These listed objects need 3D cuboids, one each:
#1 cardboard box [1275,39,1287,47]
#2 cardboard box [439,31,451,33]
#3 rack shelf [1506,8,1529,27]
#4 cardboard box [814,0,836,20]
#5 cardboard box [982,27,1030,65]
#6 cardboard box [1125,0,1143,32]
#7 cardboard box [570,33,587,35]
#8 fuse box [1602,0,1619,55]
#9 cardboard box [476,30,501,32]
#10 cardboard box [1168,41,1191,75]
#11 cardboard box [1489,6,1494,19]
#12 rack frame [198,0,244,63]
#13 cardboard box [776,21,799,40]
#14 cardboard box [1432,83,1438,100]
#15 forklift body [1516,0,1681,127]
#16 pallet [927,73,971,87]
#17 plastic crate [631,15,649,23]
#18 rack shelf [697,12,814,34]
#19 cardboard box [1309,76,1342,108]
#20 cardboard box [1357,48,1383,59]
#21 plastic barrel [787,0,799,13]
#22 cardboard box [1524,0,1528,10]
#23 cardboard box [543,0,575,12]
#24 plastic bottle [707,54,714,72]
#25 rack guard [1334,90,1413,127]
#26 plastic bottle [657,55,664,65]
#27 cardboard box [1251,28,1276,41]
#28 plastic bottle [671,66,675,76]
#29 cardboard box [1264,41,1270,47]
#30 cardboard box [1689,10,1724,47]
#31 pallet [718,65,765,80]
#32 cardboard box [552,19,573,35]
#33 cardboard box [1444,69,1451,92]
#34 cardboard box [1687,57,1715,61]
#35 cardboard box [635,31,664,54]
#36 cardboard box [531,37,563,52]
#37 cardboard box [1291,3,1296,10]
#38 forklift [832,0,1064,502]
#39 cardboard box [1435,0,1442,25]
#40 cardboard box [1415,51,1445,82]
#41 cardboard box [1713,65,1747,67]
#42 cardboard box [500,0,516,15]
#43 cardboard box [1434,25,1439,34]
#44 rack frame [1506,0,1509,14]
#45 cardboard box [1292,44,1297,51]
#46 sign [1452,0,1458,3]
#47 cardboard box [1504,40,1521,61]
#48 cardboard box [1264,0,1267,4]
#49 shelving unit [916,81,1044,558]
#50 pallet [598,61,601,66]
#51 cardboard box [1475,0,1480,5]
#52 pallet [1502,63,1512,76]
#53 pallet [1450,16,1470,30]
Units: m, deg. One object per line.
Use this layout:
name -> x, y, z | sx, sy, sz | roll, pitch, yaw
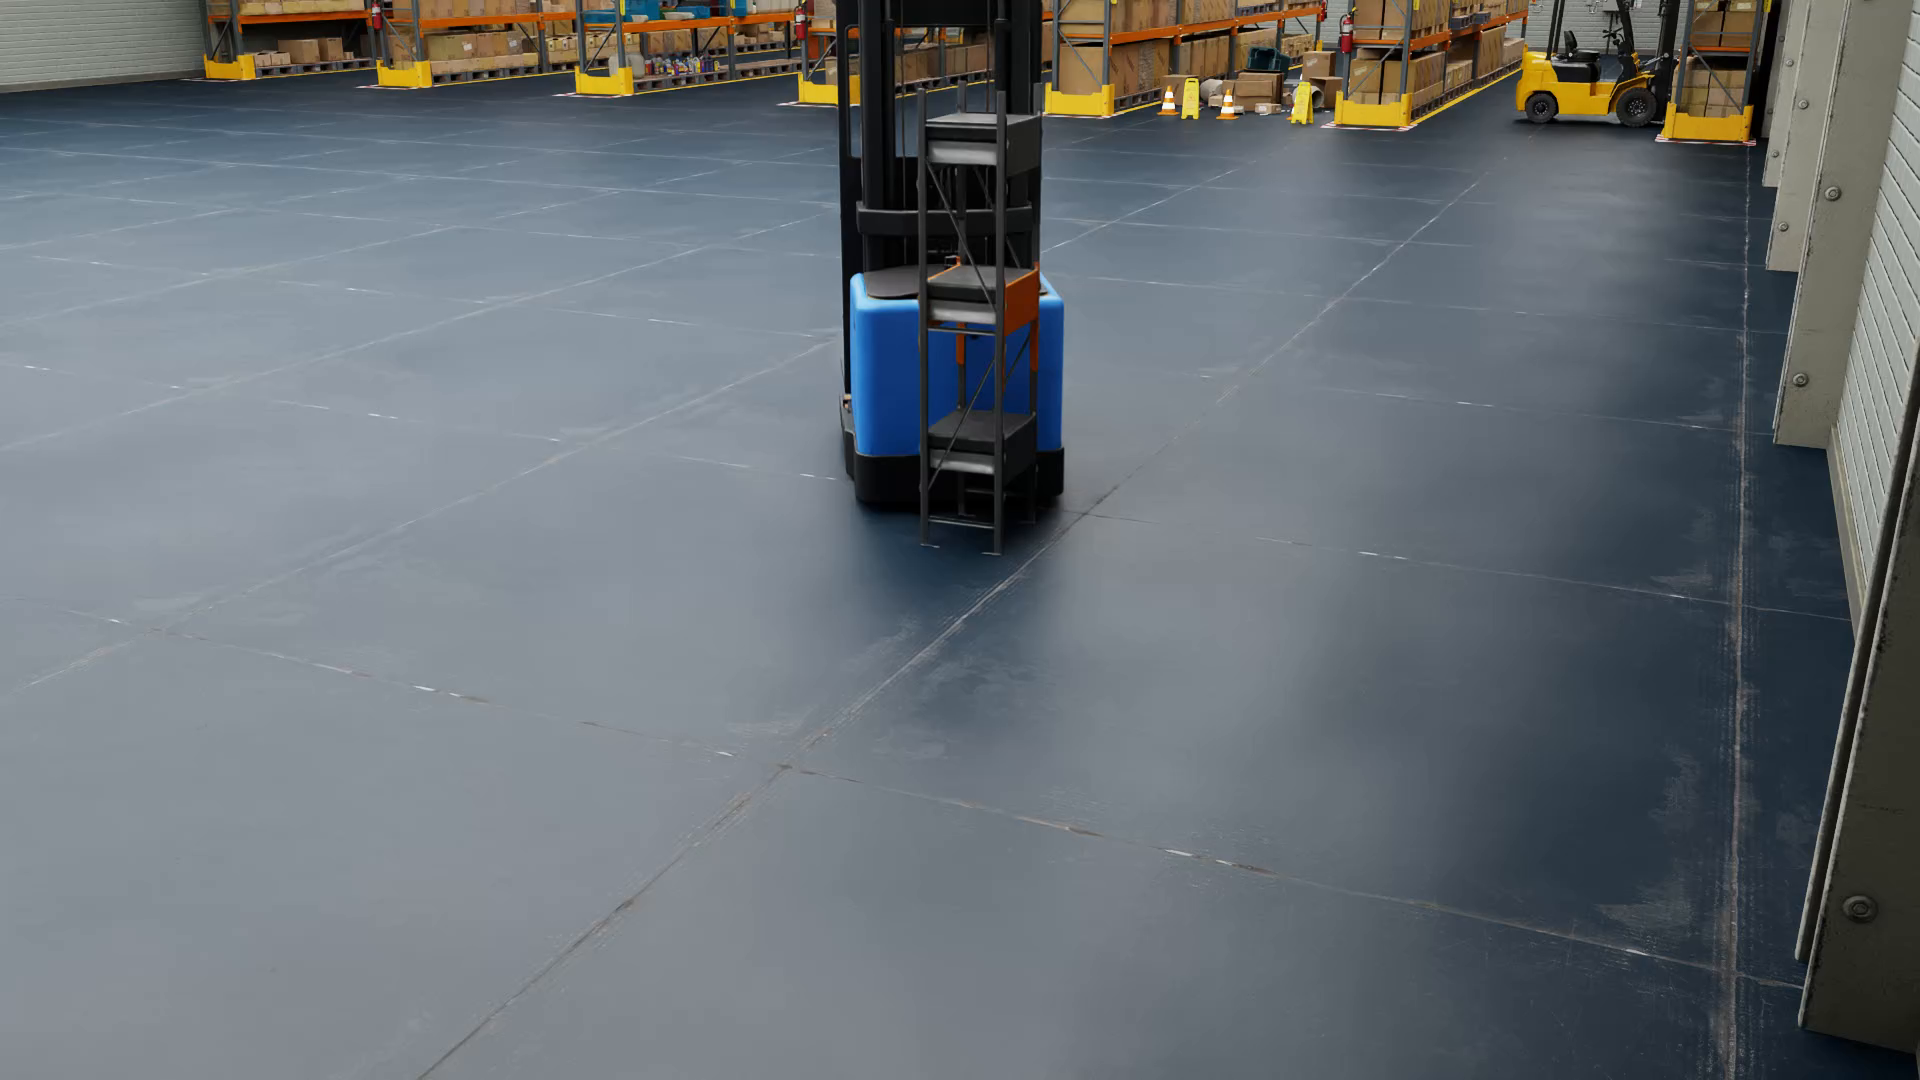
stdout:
cardboard box -> 7.470, -11.704, 39.143 | 0.380, 0.149, 0.250 | 10, 22, 25
cardboard box -> -13.270, -12.605, 42.009 | 0.700, 0.500, 0.500 | 9, 21, 23
rack shelf -> 12.349, -12.040, 38.422 | 1.077, 0.370, 4.000 | 9, 21, 23
cardboard box -> -2.175, -9.811, 30.486 | 0.875, 0.500, 0.500 | 9, 21, 23
cardboard box -> 1.153, -11.310, 37.838 | 1.225, 0.875, 0.875 | 8, 21, 20
cardboard box -> 2.719, -9.263, 29.316 | 0.875, 0.550, 0.550 | 9, 21, 23
cardboard box -> -9.086, -11.995, 39.860 | 0.500, 0.311, 0.500 | 8, 21, 21
fuse box -> 17.312, -13.778, 44.156 | 0.539, 1.711, 0.414 | 9, 21, 23
cardboard box -> -10.496, -11.046, 36.909 | 0.500, 0.500, 0.500 | 9, 21, 23
cardboard box -> 3.869, -9.311, 32.403 | 1.050, 0.750, 0.750 | 8, 21, 22
cardboard box -> 10.736, -10.909, 34.390 | 0.500, 0.250, 0.500 | 9, 22, 24
rack frame -> -15.982, -11.498, 35.824 | 1.000, 3.000, 0.127 | 9, 21, 23
cardboard box -> -4.907, -14.540, 47.452 | 0.500, 0.500, 0.500 | 9, 21, 23
cardboard box -> 8.048, -7.843, 29.023 | 0.500, 0.250, 0.500 | 8, 21, 21
forklift body -> 10.258, -7.850, 26.832 | 2.313, 2.155, 1.214 | 9, 21, 23
pallet -> -0.469, -9.607, 34.666 | 1.003, 0.211, 1.213 | 9, 21, 23
plastic crate -> -6.284, -10.244, 32.691 | 0.298, 0.136, 0.250 | 9, 21, 23
rack shelf -> -4.487, -11.634, 37.280 | 1.077, 0.370, 4.000 | 9, 21, 23
cardboard box -> 6.574, -8.005, 29.728 | 0.500, 0.500, 0.500 | -9, 22, -24
cardboard box -> 6.795, -8.063, 27.554 | 0.380, 0.149, 0.250 | 9, 22, 24
plastic barrel -> -3.894, -12.293, 37.893 | 0.421, 0.512, 0.421 | 0, 20, 0
cardboard box -> 13.212, -12.854, 39.487 | 0.500, 0.500, 0.500 | 9, 21, 23
cardboard box -> -9.278, -12.483, 38.444 | 0.500, 0.500, 0.500 | 10, 22, 27
plastic bottle -> -5.306, -10.085, 35.145 | 0.144, 0.351, 0.185 | 8, 21, 21
rack guard -> 6.647, -6.945, 26.752 | 1.175, 0.500, 0.348 | 9, 21, 23
plastic bottle -> -6.266, -9.944, 34.749 | 0.144, 0.351, 0.185 | 8, 21, 22
cardboard box -> 6.898, -11.527, 37.890 | 0.500, 0.250, 0.500 | 8, 21, 21
plastic bottle -> -5.874, -9.571, 33.924 | 0.097, 0.201, 0.097 | 0, 20, 0
cardboard box -> 6.689, -11.019, 37.579 | 0.500, 0.500, 0.500 | 8, 21, 21
cardboard box -> 11.108, -7.653, 24.863 | 0.500, 0.500, 0.500 | 8, 21, 21
pallet -> -5.019, -10.293, 36.597 | 1.003, 0.211, 1.213 | 9, 21, 23
cardboard box -> -11.216, -14.135, 45.820 | 0.750, 0.750, 0.750 | 9, 21, 23
cardboard box -> 8.467, -8.443, 30.527 | 0.950, 0.372, 0.625 | 9, 21, 23
cardboard box -> 12.300, -7.911, 27.722 | 0.500, 0.250, 0.500 | 8, 21, 22
cardboard box -> -7.738, -12.395, 41.419 | 0.500, 0.500, 0.500 | 10, 22, 25
cardboard box -> -9.427, -11.301, 37.910 | 0.500, 0.311, 0.500 | 9, 21, 23
cardboard box -> 7.766, -12.668, 39.488 | 0.380, 0.149, 0.250 | 9, 21, 24
forklift -> -0.135, -2.018, 9.269 | 1.130, 2.935, 3.031 | -2, 20, -5
cardboard box -> 7.886, -9.022, 28.268 | 0.500, 0.500, 0.500 | 9, 22, 24
cardboard box -> 8.257, -8.360, 29.358 | 0.500, 0.500, 0.500 | 8, 21, 22
cardboard box -> 11.931, -7.219, 25.775 | 0.500, 0.250, 0.500 | 8, 21, 22
cardboard box -> -10.209, -11.791, 36.498 | 0.700, 0.500, 0.500 | 8, 21, 22
cardboard box -> 7.987, -8.753, 28.479 | 0.380, 0.149, 0.250 | 8, 21, 22
rack frame -> 11.530, -11.768, 36.582 | 1.000, 3.000, 0.127 | 9, 21, 23
cardboard box -> 7.910, -11.879, 40.077 | 0.380, 0.149, 0.250 | 8, 21, 22
sign -> 8.752, -9.658, 29.358 | 0.100, 0.325, 0.005 | 9, 21, 23
cardboard box -> 12.622, -11.485, 38.984 | 0.875, 0.438, 0.875 | 9, 22, 24
cardboard box -> 6.678, -12.115, 37.307 | 0.380, 0.149, 0.250 | 7, 21, 20
shelving unit -> 0.093, -1.010, 7.674 | 0.431, 2.100, 0.503 | 7, 21, 20
pallet -> -8.558, -11.705, 40.567 | 1.003, 0.211, 1.213 | 9, 21, 23
cardboard box -> 9.758, -10.594, 32.060 | 0.500, 0.500, 0.500 | 8, 21, 22
pallet -> 11.913, -10.676, 37.673 | 1.003, 0.211, 1.213 | 9, 21, 23
pallet -> 8.700, -9.446, 30.339 | 1.003, 0.211, 1.213 | 9, 21, 23
